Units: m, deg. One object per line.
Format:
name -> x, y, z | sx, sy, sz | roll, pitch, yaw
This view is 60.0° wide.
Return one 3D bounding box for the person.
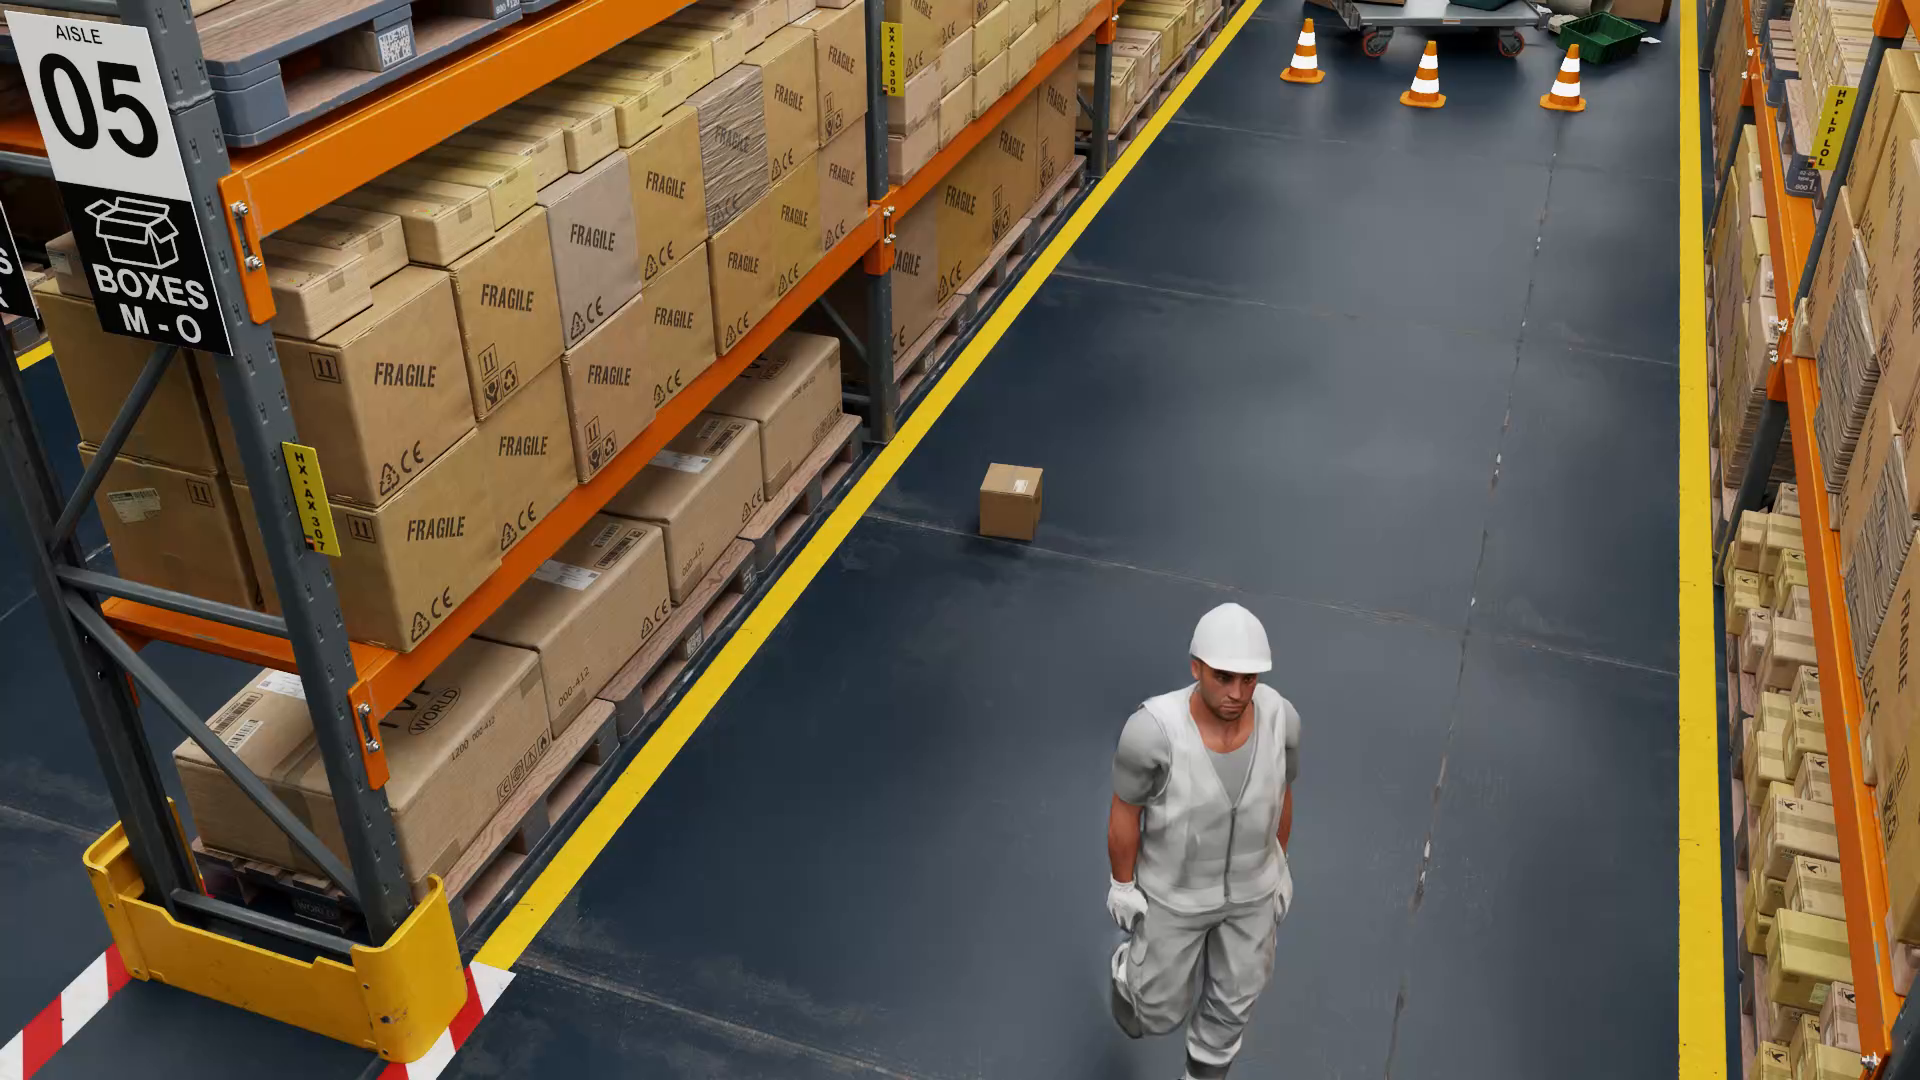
person -> 0.671, 0.931, 4.649 | 0.549, 1.777, 0.672 | -7, 34, -11
